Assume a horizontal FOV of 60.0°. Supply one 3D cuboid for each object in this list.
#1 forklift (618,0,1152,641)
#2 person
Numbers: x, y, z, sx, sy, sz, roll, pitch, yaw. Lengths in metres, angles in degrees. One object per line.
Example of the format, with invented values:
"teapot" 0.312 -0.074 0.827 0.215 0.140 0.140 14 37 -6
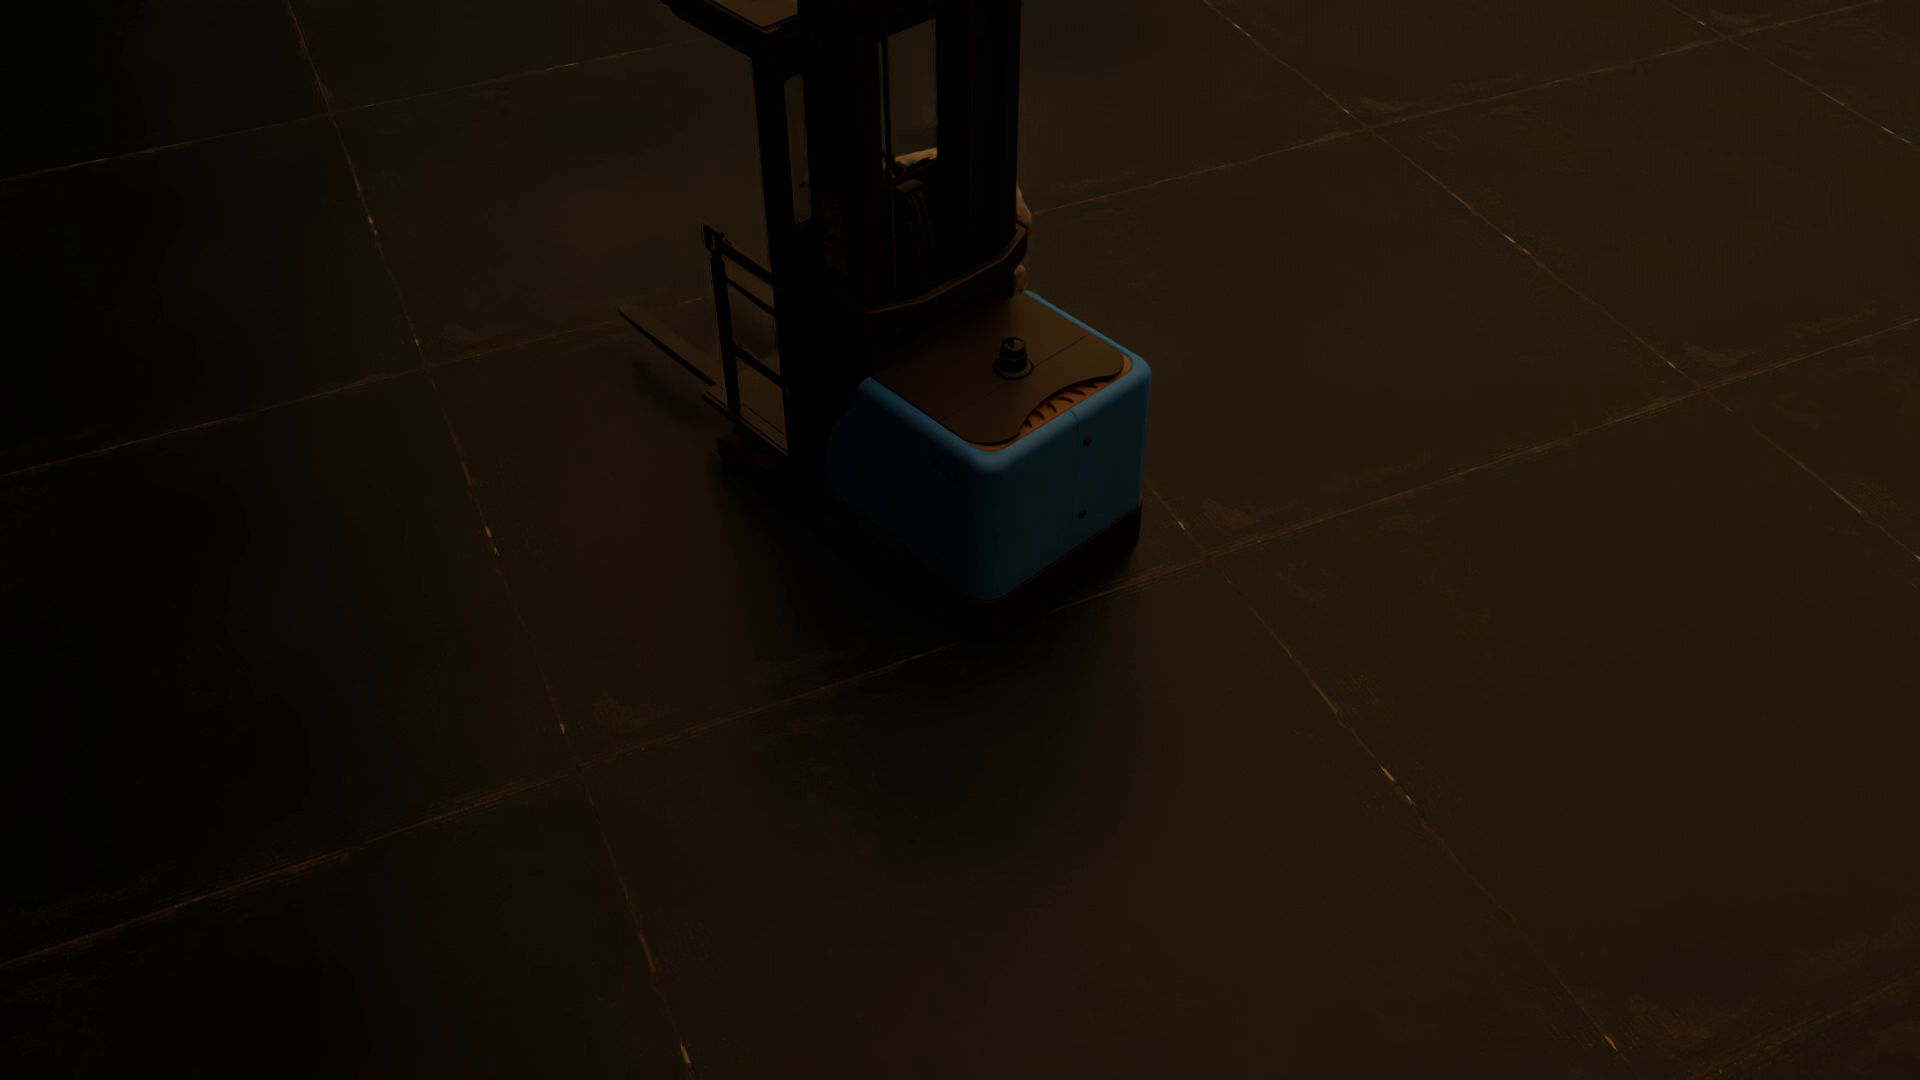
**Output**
"forklift" -0.540 -1.545 7.335 1.130 2.935 3.031 -33 52 -30
"person" -0.144 -1.484 8.362 1.210 1.479 0.743 1 43 1
